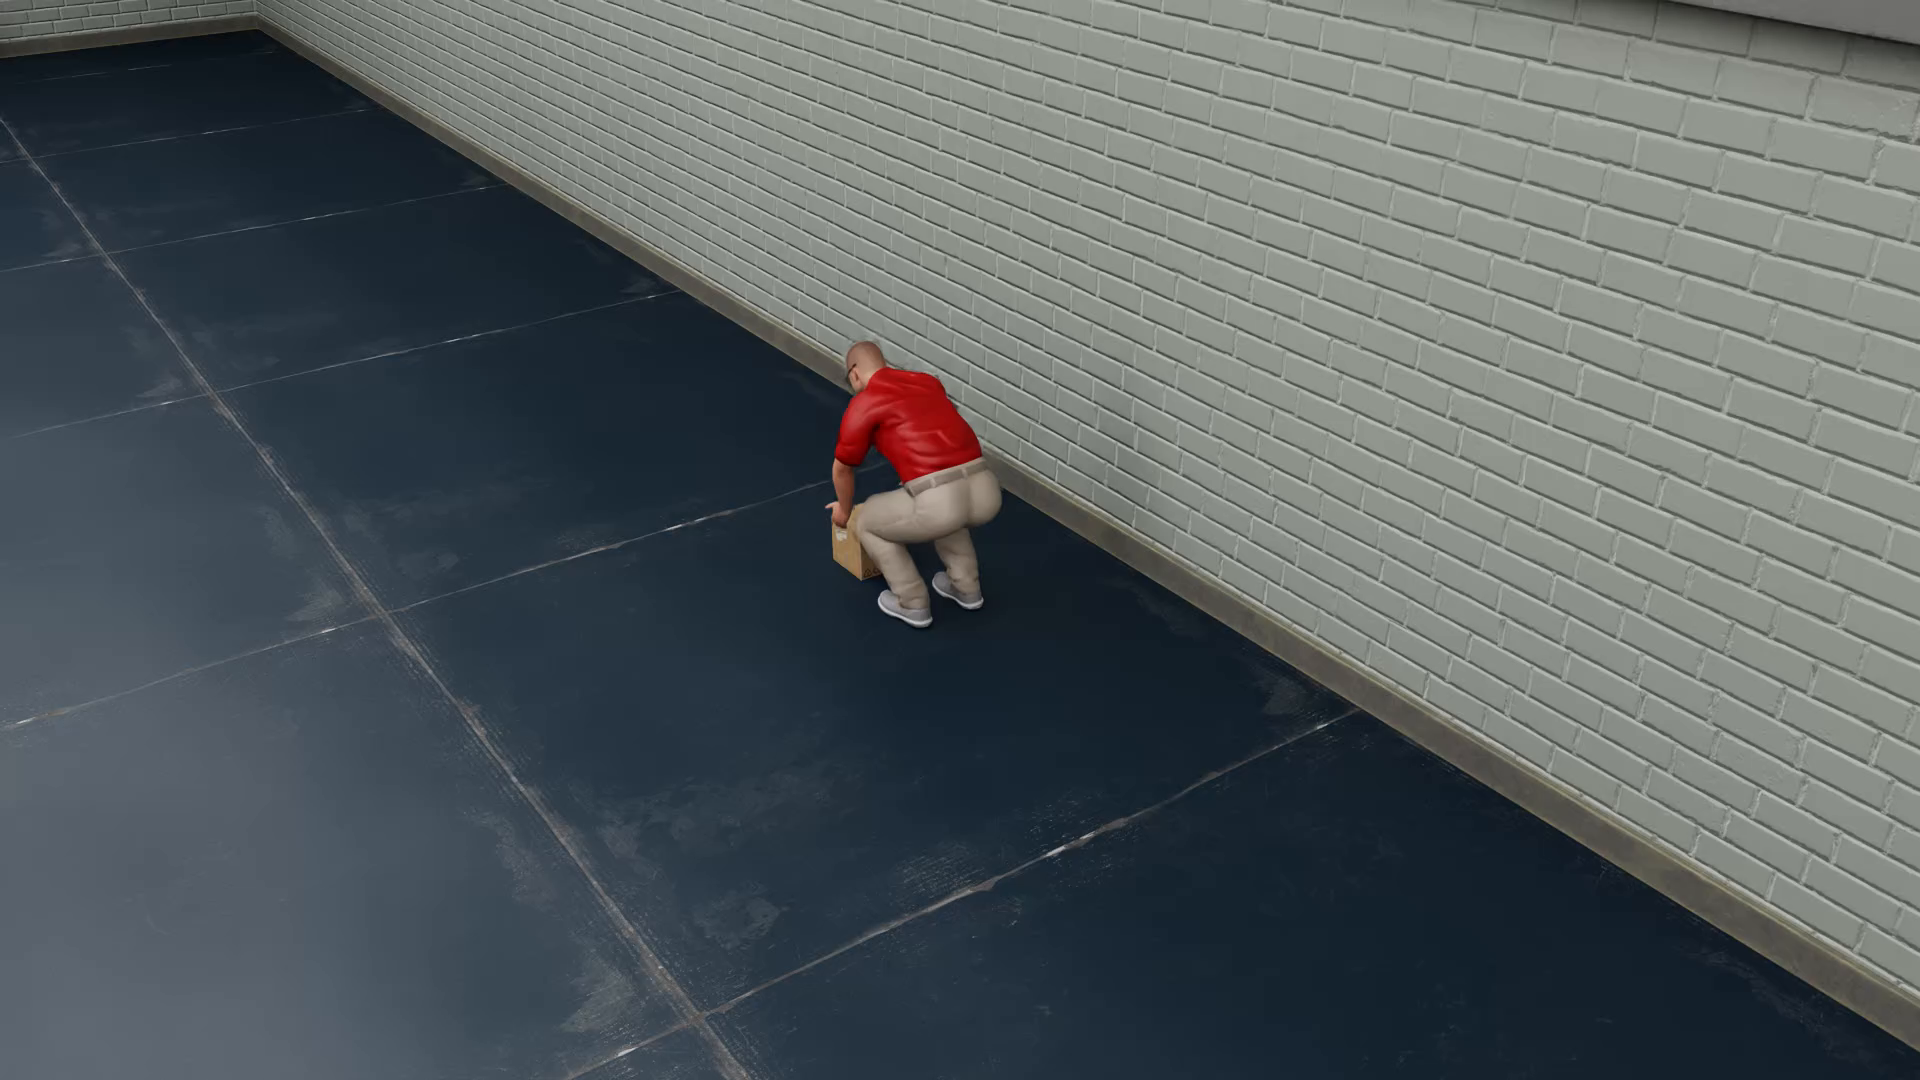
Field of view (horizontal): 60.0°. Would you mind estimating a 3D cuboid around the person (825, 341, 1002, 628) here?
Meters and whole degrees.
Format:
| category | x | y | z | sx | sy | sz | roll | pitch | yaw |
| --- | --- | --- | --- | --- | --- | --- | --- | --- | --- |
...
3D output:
| category | x | y | z | sx | sy | sz | roll | pitch | yaw |
| --- | --- | --- | --- | --- | --- | --- | --- | --- | --- |
| person | -0.208 | -0.230 | 7.189 | 0.577 | 1.142 | 0.823 | -19 | 34 | -31 |
